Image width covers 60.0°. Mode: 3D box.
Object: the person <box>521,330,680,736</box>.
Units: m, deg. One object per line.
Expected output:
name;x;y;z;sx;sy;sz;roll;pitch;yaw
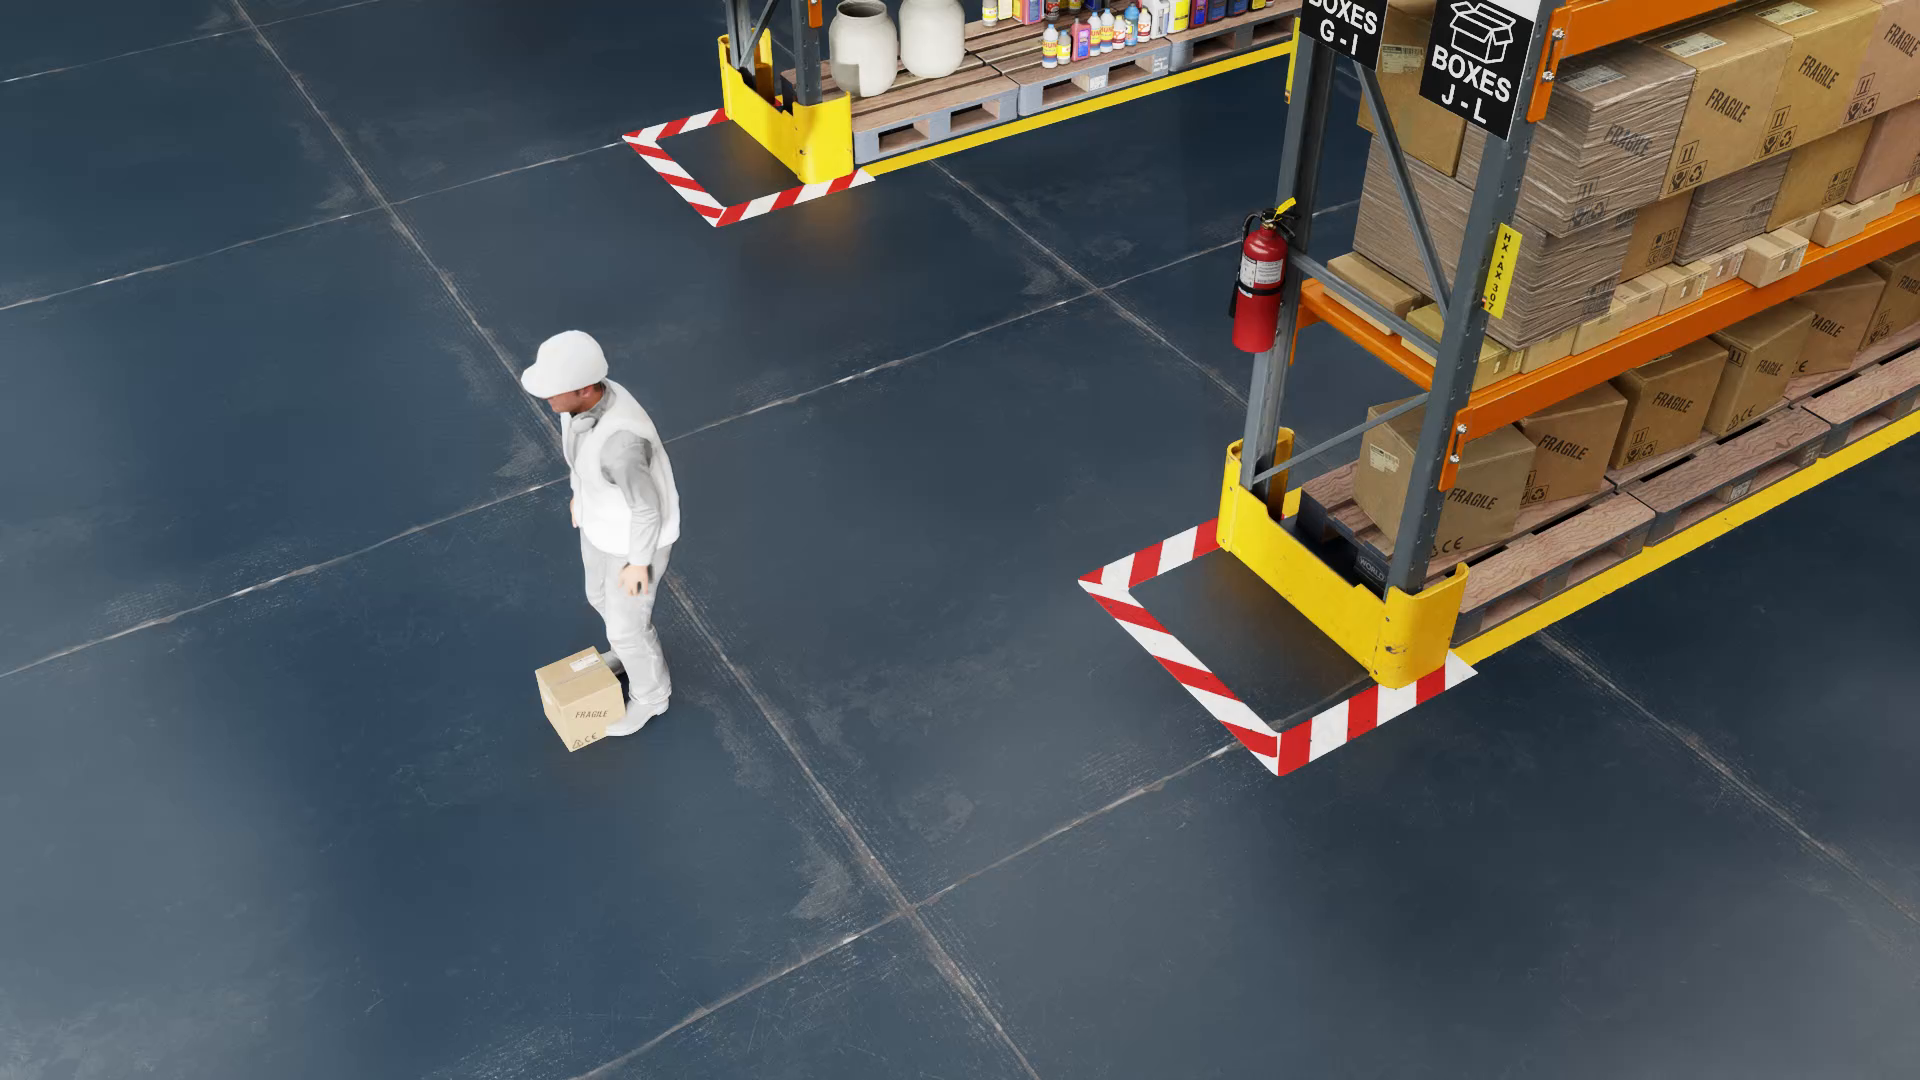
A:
person;-1.284;-0.045;6.189;0.465;1.771;0.581;-23;45;-24
